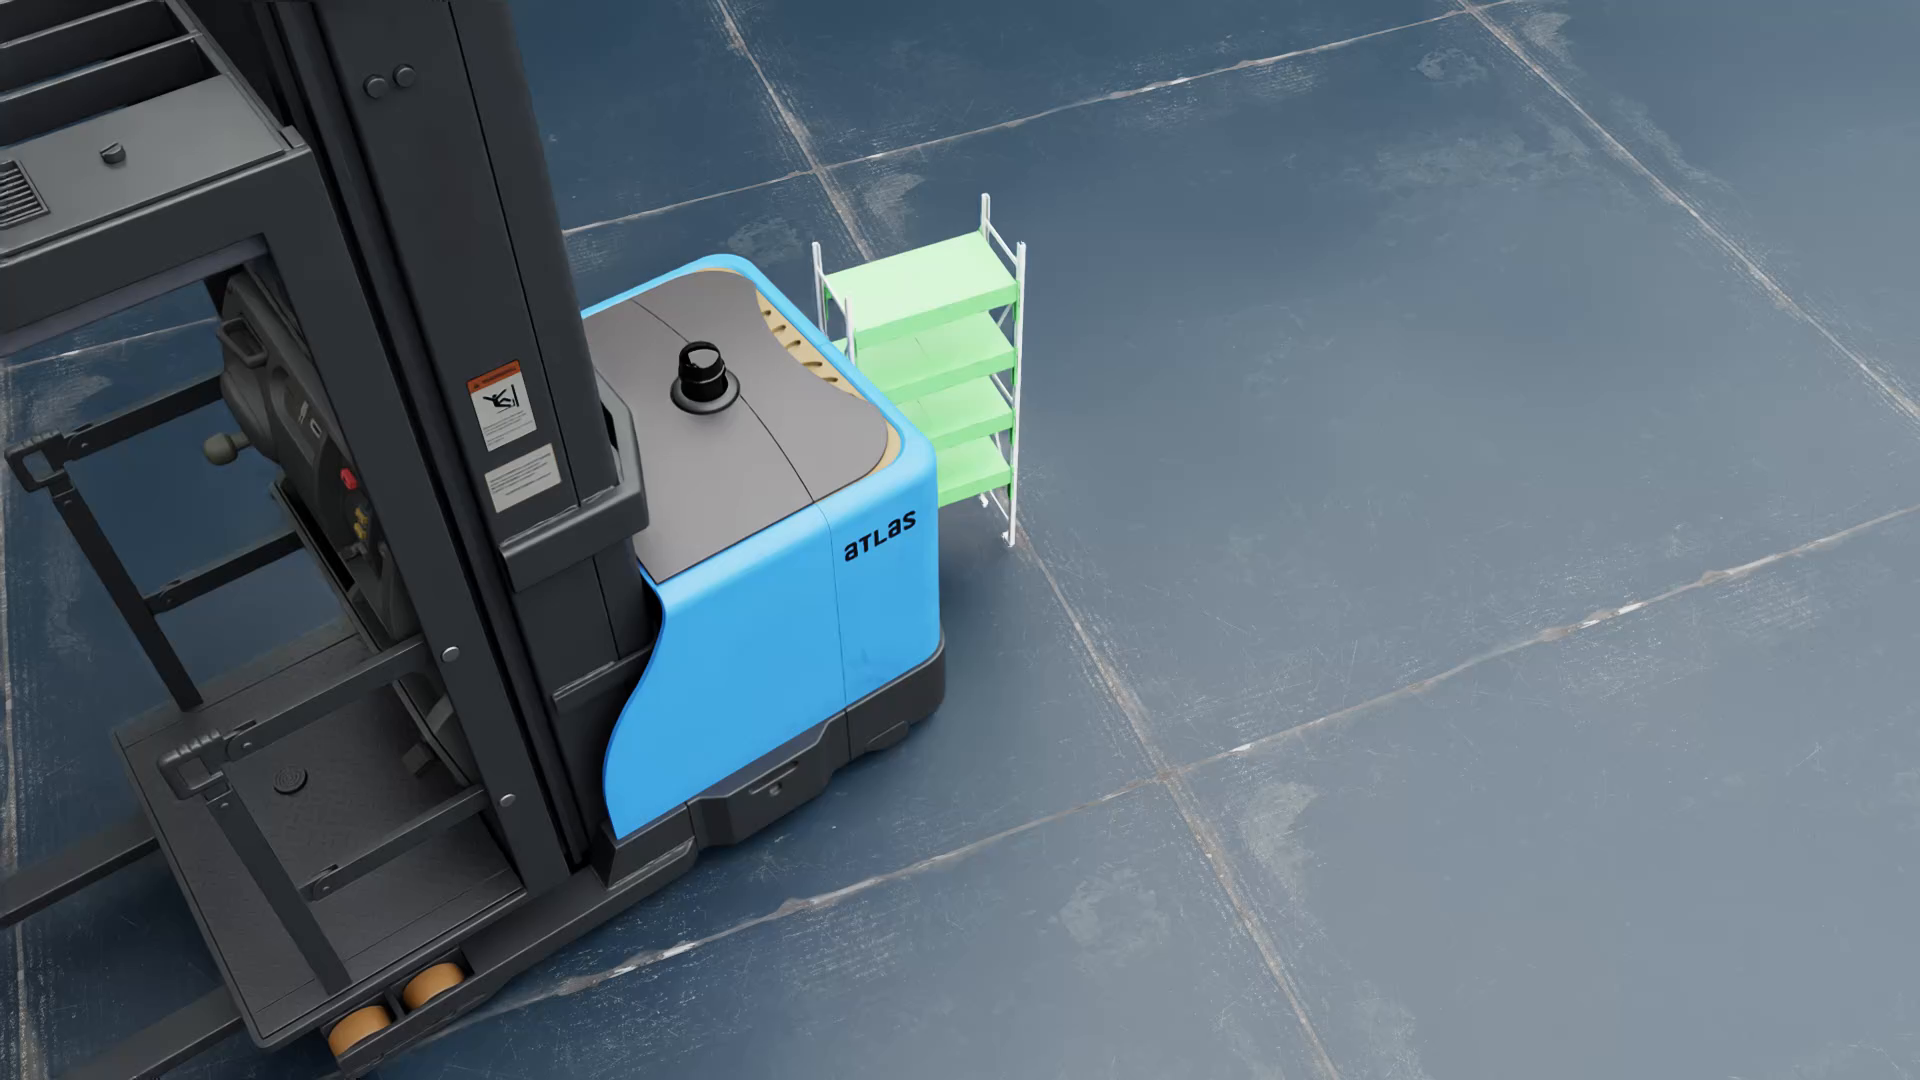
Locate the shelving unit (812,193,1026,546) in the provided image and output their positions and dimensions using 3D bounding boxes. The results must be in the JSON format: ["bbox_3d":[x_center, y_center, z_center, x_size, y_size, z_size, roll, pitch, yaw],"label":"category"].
[{"bbox_3d":[-0.107,-0.379,4.784,0.503,1.200,0.258,-19,52,-16],"label":"shelving unit"}]

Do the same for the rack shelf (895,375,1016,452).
[{"bbox_3d":[-0.107,-0.337,4.833,0.480,0.148,0.258,-19,52,-16],"label":"rack shelf"}]

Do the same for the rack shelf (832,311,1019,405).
[{"bbox_3d":[-0.107,-0.493,4.651,0.480,0.148,0.258,-19,52,-16],"label":"rack shelf"}]

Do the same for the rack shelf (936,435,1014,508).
[{"bbox_3d":[-0.107,-0.181,5.015,0.480,0.148,0.258,-19,52,-16],"label":"rack shelf"}]

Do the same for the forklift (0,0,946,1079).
[{"bbox_3d":[-1.531,-0.105,3.408,3.031,2.935,1.130,-29,55,-23],"label":"forklift"}]

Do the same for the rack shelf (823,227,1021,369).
[{"bbox_3d":[-0.107,-0.650,4.469,0.480,0.148,0.258,-19,52,-16],"label":"rack shelf"}]

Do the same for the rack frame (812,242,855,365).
[{"bbox_3d":[-0.329,-0.302,4.718,0.015,1.200,0.240,-19,52,-16],"label":"rack frame"}]

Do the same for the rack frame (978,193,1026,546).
[{"bbox_3d":[0.114,-0.456,4.851,0.015,1.200,0.240,-19,52,-16],"label":"rack frame"}]
